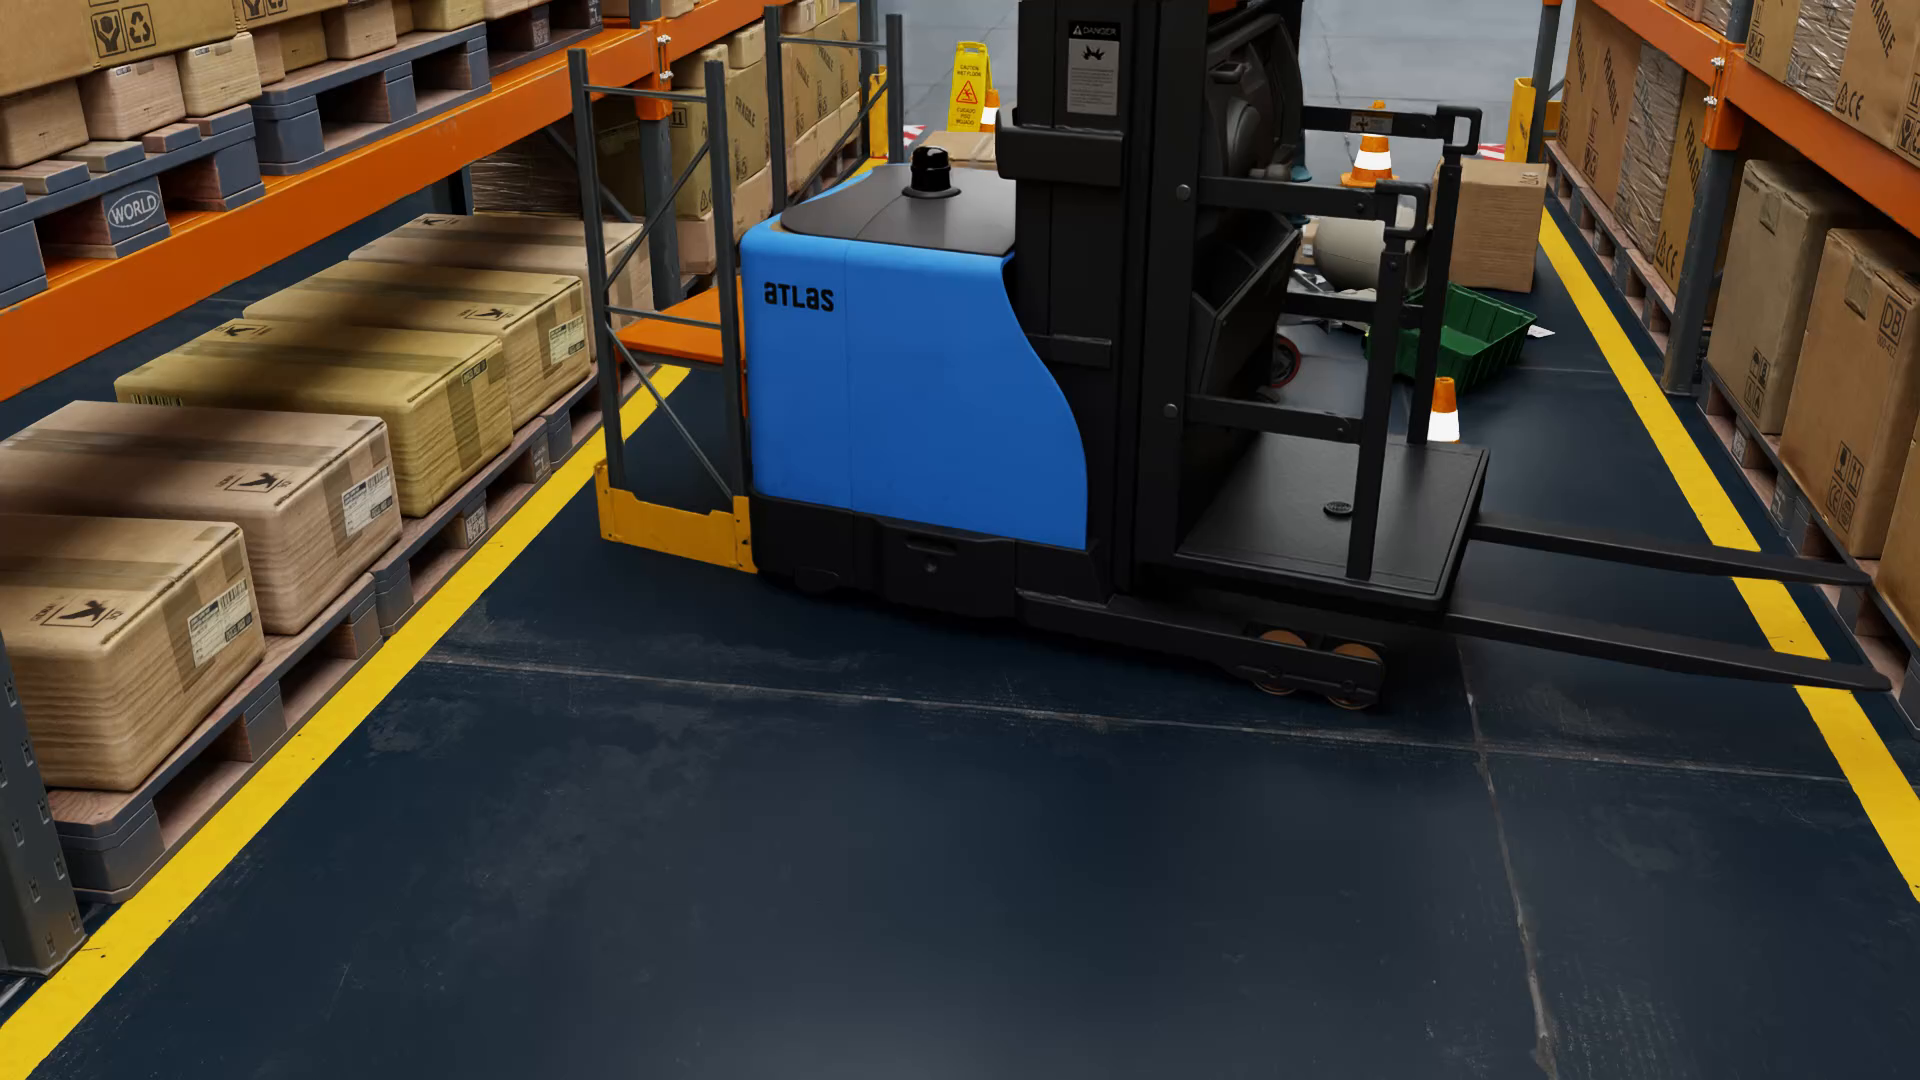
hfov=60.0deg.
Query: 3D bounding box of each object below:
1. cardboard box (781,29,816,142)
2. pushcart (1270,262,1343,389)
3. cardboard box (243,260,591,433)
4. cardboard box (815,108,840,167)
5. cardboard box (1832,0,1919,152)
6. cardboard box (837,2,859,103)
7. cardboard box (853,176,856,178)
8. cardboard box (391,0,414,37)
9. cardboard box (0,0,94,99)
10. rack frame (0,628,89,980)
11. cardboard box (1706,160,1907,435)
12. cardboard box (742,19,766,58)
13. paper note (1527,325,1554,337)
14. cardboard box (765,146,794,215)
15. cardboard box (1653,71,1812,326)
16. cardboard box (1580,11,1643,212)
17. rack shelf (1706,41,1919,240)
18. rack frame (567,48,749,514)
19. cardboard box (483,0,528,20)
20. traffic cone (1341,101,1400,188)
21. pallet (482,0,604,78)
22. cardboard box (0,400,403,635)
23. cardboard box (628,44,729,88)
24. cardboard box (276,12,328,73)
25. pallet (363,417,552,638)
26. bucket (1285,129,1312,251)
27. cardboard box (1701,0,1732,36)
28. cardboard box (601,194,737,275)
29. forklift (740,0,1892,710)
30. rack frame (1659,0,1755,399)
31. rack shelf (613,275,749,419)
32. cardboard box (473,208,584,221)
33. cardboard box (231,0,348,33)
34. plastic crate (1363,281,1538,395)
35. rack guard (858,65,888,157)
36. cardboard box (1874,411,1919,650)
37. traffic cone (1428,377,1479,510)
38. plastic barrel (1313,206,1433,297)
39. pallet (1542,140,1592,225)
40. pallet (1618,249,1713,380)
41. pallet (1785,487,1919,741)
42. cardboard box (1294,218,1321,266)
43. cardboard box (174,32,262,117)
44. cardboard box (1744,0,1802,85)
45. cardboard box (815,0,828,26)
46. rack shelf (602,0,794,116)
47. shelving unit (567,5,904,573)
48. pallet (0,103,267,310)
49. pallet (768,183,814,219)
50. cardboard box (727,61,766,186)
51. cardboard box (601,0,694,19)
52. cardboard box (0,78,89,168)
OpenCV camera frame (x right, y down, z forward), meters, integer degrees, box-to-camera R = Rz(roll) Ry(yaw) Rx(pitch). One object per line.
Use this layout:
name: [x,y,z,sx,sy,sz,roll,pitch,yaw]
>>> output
cardboard box: [-1.056,-2.380,8.660,0.500,0.500,0.500,3,25,7]
pushcart: [0.592,-0.880,6.686,1.648,0.377,0.936,-5,25,-10]
cardboard box: [-1.862,-0.685,5.779,0.950,0.372,0.625,6,26,12]
cardboard box: [-0.970,-2.250,9.267,0.500,0.250,0.500,4,25,9]
cardboard box: [2.717,-1.328,4.431,0.500,0.500,0.500,4,25,8]
cardboard box: [-0.885,-2.809,9.577,0.500,0.500,0.500,4,25,9]
cardboard box: [-0.148,-1.428,7.708,0.500,0.500,0.500,-20,32,-36]
cardboard box: [-1.802,-1.518,4.756,0.380,0.149,0.250,3,25,7]
cardboard box: [-2.017,-1.074,3.043,0.500,0.500,0.500,3,25,7]
rack frame: [-2.319,-0.532,2.848,1.000,3.000,0.127,4,25,9]
cardboard box: [3.222,-0.810,5.600,1.050,0.750,0.750,4,25,8]
cardboard box: [-1.099,-2.387,7.910,0.380,0.149,0.250,5,26,12]
paper note: [2.451,-0.904,7.144,0.147,0.020,0.142,-14,29,-27]
cardboard box: [-1.142,-1.824,8.357,0.500,0.250,0.500,4,25,8]
cardboard box: [3.407,-1.390,6.693,0.875,0.875,0.875,4,25,9]
cardboard box: [3.701,-2.149,8.313,0.875,0.875,0.875,4,25,8]
rack shelf: [2.908,-0.742,4.146,1.077,0.370,4.000,4,25,9]
rack frame: [-0.864,-0.646,4.861,0.500,1.500,0.032,12,28,24]
cardboard box: [-1.582,-1.721,5.189,0.380,0.149,0.250,4,25,9]
traffic cone: [2.401,-2.305,9.628,0.336,0.463,0.334,4,25,9]
pallet: [-1.933,-1.809,5.802,1.003,0.211,1.213,4,25,9]
cardboard box: [-2.104,-0.077,4.480,0.950,0.372,0.625,4,25,8]
cardboard box: [-1.223,-2.059,7.210,0.380,0.149,0.250,4,25,9]
cardboard box: [-1.877,-1.299,4.289,0.380,0.149,0.250,5,26,11]
pallet: [-1.988,-0.105,5.224,1.003,0.211,1.213,4,25,9]
bucket: [0.983,-1.327,6.615,0.726,0.611,0.620,13,38,26]
cardboard box: [3.283,-2.127,6.080,0.875,0.550,0.550,4,25,9]
cardboard box: [-1.302,-1.378,7.404,0.500,0.250,0.500,3,25,6]
forklift: [0.948,-1.144,4.236,3.031,2.935,1.130,10,27,20]
rack frame: [3.235,-1.904,5.780,1.000,3.000,0.127,4,25,9]
rack shelf: [-0.639,-0.677,5.350,0.538,0.185,1.000,12,28,24]
cardboard box: [-1.834,-1.416,7.484,0.500,0.250,0.500,5,26,11]
cardboard box: [-1.858,-1.515,3.985,0.500,0.500,0.500,4,25,9]
plastic crate: [1.971,-0.820,6.713,0.450,0.188,0.662,29,36,30]
rack guard: [-1.024,-2.714,10.459,1.175,0.500,0.348,4,25,9]
cardboard box: [2.909,-0.017,3.906,1.050,0.750,0.750,4,25,9]
traffic cone: [1.526,-0.299,5.343,0.336,0.463,0.334,4,25,9]
plastic barrel: [1.907,-1.318,7.567,0.421,0.421,0.512,-20,32,-36]
pallet: [3.835,-1.974,9.219,1.003,0.211,1.213,4,25,9]
pallet: [3.436,-0.954,7.039,1.003,0.211,1.213,4,25,9]
pallet: [2.986,0.198,4.577,1.003,0.211,1.213,4,25,9]
cardboard box: [1.699,-1.513,8.168,0.396,0.266,0.258,8,26,18]
cardboard box: [-1.847,-1.072,3.804,0.380,0.149,0.250,4,25,9]
cardboard box: [2.884,-1.748,5.329,0.500,0.500,0.500,4,25,9]
cardboard box: [-0.923,-2.840,8.877,0.380,0.149,0.250,4,25,9]
rack shelf: [-1.338,-2.716,8.362,1.077,0.370,4.000,4,25,9]
shelving unit: [-0.643,-0.836,5.267,0.587,1.500,1.083,12,28,24]
pallet: [-2.307,-0.751,3.542,1.213,0.211,1.003,4,25,9]
pallet: [-1.393,-1.737,8.712,1.003,0.211,1.213,4,25,9]
cardboard box: [-1.226,-1.942,7.725,0.500,0.500,0.500,5,26,11]
cardboard box: [-1.297,-2.201,6.710,0.380,0.149,0.250,4,25,8]
cardboard box: [-2.003,-0.847,3.323,0.380,0.149,0.250,2,25,5]
